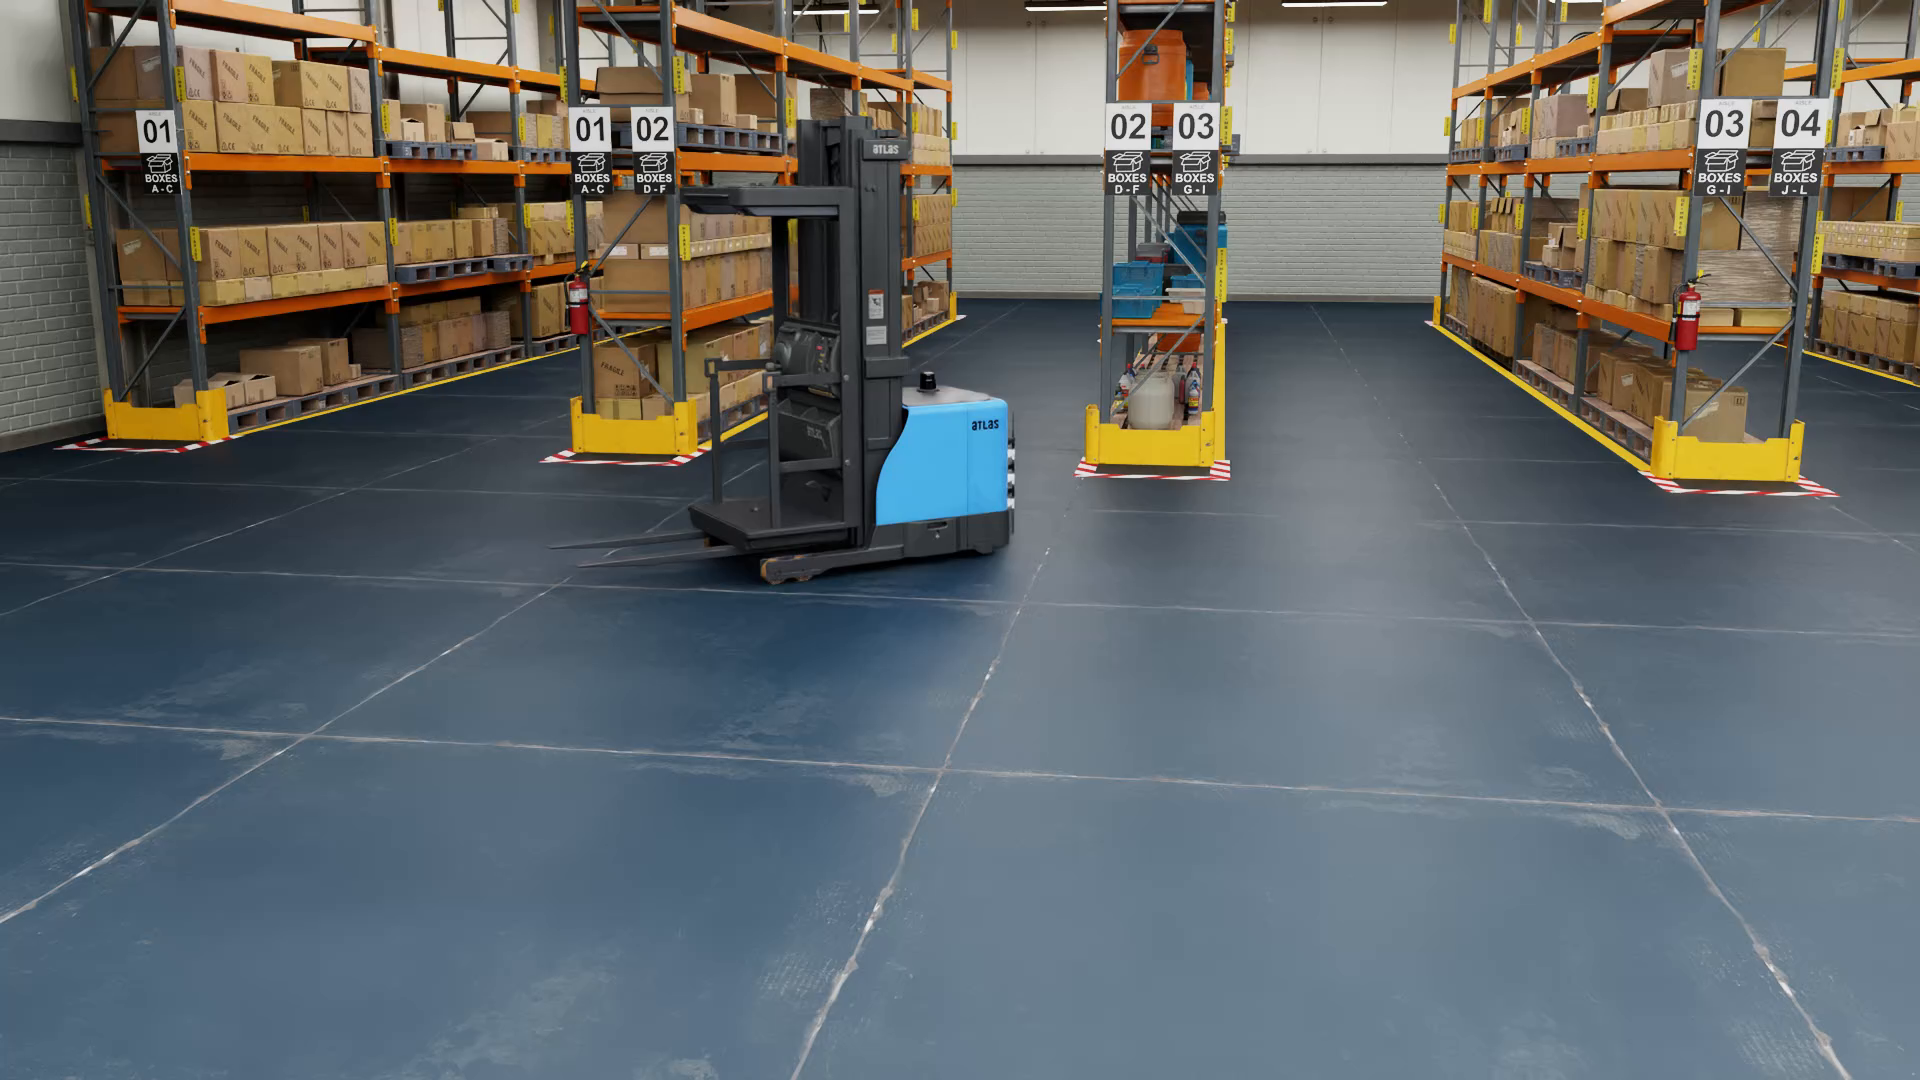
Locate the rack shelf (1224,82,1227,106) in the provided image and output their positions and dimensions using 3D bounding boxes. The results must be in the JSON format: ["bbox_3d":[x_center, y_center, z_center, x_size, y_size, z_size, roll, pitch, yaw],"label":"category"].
[{"bbox_3d":[3.935,-7.466,27.936,1.077,0.370,4.000,2,12,9],"label":"rack shelf"}]

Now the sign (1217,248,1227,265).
[{"bbox_3d":[2.939,-3.114,18.668,0.100,0.325,0.005,2,12,9],"label":"sign"}]

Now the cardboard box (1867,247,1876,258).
[{"bbox_3d":[12.574,-3.903,22.583,0.380,0.149,0.250,1,12,6],"label":"cardboard box"}]

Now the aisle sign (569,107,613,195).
[{"bbox_3d":[-3.413,-3.595,15.382,0.394,0.787,0.004,2,12,9],"label":"aisle sign"}]

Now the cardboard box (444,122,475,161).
[{"bbox_3d":[-7.068,-5.413,22.576,0.797,0.503,0.637,4,13,17],"label":"cardboard box"}]

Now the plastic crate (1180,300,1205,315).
[{"bbox_3d":[2.237,-2.214,15.771,0.298,0.136,0.250,2,12,9],"label":"plastic crate"}]

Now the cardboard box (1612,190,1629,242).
[{"bbox_3d":[6.817,-3.228,16.536,0.500,0.500,0.500,2,12,9],"label":"cardboard box"}]

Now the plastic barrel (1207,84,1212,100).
[{"bbox_3d":[3.516,-6.221,24.433,0.600,0.901,0.708,2,12,9],"label":"plastic barrel"}]

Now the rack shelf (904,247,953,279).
[{"bbox_3d":[-0.959,-4.891,29.274,1.077,0.370,4.000,2,12,9],"label":"rack shelf"}]

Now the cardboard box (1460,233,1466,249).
[{"bbox_3d":[8.485,-4.891,27.217,0.500,0.250,0.500,2,12,10],"label":"cardboard box"}]

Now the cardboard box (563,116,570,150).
[{"bbox_3d":[-6.428,-6.418,26.254,0.700,0.500,0.500,2,12,8],"label":"cardboard box"}]

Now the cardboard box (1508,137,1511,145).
[{"bbox_3d":[8.144,-5.748,24.024,0.380,0.149,0.250,1,12,6],"label":"cardboard box"}]

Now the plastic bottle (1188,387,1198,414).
[{"bbox_3d":[2.368,-1.415,16.872,0.097,0.271,0.097,0,12,0],"label":"plastic bottle"}]

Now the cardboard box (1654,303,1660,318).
[{"bbox_3d":[6.596,-2.107,15.245,0.380,0.149,0.250,2,12,9],"label":"cardboard box"}]

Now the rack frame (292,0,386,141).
[{"bbox_3d":[-7.392,-6.253,19.648,1.000,3.000,0.127,2,12,9],"label":"rack frame"}]

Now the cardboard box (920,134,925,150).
[{"bbox_3d":[-0.871,-6.661,27.829,0.500,0.250,0.500,2,12,9],"label":"cardboard box"}]

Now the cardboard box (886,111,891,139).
[{"bbox_3d":[-1.417,-6.493,26.409,0.600,0.600,0.600,1,12,3],"label":"cardboard box"}]

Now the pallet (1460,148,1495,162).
[{"bbox_3d":[8.847,-6.350,27.430,1.003,0.211,1.213,2,12,9],"label":"pallet"}]

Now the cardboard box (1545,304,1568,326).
[{"bbox_3d":[7.833,-2.891,21.396,0.500,0.250,0.500,2,12,11],"label":"cardboard box"}]

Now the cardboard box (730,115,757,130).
[{"bbox_3d":[-2.413,-4.518,17.984,0.380,0.149,0.250,2,12,9],"label":"cardboard box"}]

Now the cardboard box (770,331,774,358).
[{"bbox_3d":[-2.187,-2.374,20.087,0.500,0.311,0.500,2,12,9],"label":"cardboard box"}]

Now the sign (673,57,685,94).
[{"bbox_3d":[-2.565,-4.241,15.169,0.100,0.325,0.005,2,12,9],"label":"sign"}]

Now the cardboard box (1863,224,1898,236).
[{"bbox_3d":[12.615,-4.249,22.777,0.380,0.149,0.250,2,12,11],"label":"cardboard box"}]

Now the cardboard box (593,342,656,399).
[{"bbox_3d":[-3.324,-1.677,16.404,0.500,0.500,0.500,2,12,9],"label":"cardboard box"}]

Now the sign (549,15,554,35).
[{"bbox_3d":[-6.707,-8.475,27.367,0.100,0.325,0.005,2,12,9],"label":"sign"}]

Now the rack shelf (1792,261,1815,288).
[{"bbox_3d":[13.714,-4.387,26.938,1.077,0.370,4.000,2,12,9],"label":"rack shelf"}]

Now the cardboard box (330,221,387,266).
[{"bbox_3d":[-7.160,-3.515,19.712,0.500,0.500,0.500,2,12,9],"label":"cardboard box"}]

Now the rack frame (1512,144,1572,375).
[{"bbox_3d":[7.906,-3.671,21.910,1.000,3.000,0.127,2,12,9],"label":"rack frame"}]

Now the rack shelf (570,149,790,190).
[{"bbox_3d":[-2.805,-3.859,17.367,1.077,0.370,4.000,2,12,9],"label":"rack shelf"}]

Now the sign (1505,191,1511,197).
[{"bbox_3d":[9.670,-5.998,29.395,0.100,0.325,0.005,2,12,9],"label":"sign"}]

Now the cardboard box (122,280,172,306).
[{"bbox_3d":[-8.127,-2.528,16.911,0.500,0.250,0.500,2,12,9],"label":"cardboard box"}]

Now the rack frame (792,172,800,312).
[{"bbox_3d":[-1.882,-3.993,23.403,1.000,3.000,0.127,2,12,9],"label":"rack frame"}]

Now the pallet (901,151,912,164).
[{"bbox_3d":[-1.436,-6.067,26.351,1.213,0.211,1.003,2,12,9],"label":"pallet"}]

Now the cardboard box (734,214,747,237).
[{"bbox_3d":[-2.713,-3.542,17.990,0.700,0.500,0.500,2,12,9],"label":"cardboard box"}]

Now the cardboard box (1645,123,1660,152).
[{"bbox_3d":[6.660,-3.718,15.362,0.500,0.250,0.500,2,12,10],"label":"cardboard box"}]

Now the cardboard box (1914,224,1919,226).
[{"bbox_3d":[13.254,-4.227,22.673,0.380,0.149,0.250,2,12,10],"label":"cardboard box"}]

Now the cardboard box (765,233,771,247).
[{"bbox_3d":[-2.367,-3.412,18.927,0.380,0.149,0.250,2,12,7],"label":"cardboard box"}]

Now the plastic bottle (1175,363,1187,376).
[{"bbox_3d":[2.440,-1.781,18.380,0.144,0.351,0.185,2,12,9],"label":"plastic bottle"}]

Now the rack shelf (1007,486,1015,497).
[{"bbox_3d":[0.251,-0.345,12.043,0.258,0.077,0.200,4,13,17],"label":"rack shelf"}]

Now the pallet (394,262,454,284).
[{"bbox_3d":[-7.131,-3.381,21.017,1.003,0.211,1.213,2,12,9],"label":"pallet"}]

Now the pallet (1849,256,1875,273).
[{"bbox_3d":[13.055,-3.809,23.005,1.003,0.211,1.213,2,12,9],"label":"pallet"}]

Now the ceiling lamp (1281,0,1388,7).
[{"bbox_3d":[7.144,-11.761,31.349,2.000,3.185,0.800,2,12,9],"label":"ceiling lamp"}]

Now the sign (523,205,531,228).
[{"bbox_3d":[-6.240,-4.665,23.958,0.100,0.325,0.005,2,12,9],"label":"sign"}]

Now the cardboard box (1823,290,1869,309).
[{"bbox_3d":[13.032,-3.527,24.396,0.500,0.250,0.500,1,12,6],"label":"cardboard box"}]

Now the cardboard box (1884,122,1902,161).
[{"bbox_3d":[12.773,-5.341,22.297,0.500,0.500,0.500,2,12,9],"label":"cardboard box"}]

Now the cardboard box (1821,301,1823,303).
[{"bbox_3d":[13.893,-3.705,26.423,0.380,0.149,0.250,2,12,10],"label":"cardboard box"}]

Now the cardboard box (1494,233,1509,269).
[{"bbox_3d":[7.975,-4.149,23.887,0.500,0.500,0.500,2,12,10],"label":"cardboard box"}]

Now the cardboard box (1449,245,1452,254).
[{"bbox_3d":[8.640,-4.990,28.623,0.380,0.149,0.250,2,12,8],"label":"cardboard box"}]

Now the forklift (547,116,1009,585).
[{"bbox_3d":[-1.194,-1.273,10.944,3.031,2.935,1.130,-7,14,-29],"label":"forklift"}]

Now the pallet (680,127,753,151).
[{"bbox_3d":[-2.793,-4.152,17.229,1.003,0.211,1.213,2,12,9],"label":"pallet"}]

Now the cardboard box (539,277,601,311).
[{"bbox_3d":[-6.267,-3.815,26.683,0.750,0.750,0.750,2,12,10],"label":"cardboard box"}]

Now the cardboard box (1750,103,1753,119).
[{"bbox_3d":[6.999,-3.751,14.570,0.380,0.149,0.250,2,12,8],"label":"cardboard box"}]

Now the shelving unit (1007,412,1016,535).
[{"bbox_3d":[0.251,-0.466,12.017,0.258,0.900,0.210,4,13,17],"label":"shelving unit"}]

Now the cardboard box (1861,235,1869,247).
[{"bbox_3d":[12.614,-4.104,22.809,0.380,0.149,0.250,2,12,10],"label":"cardboard box"}]

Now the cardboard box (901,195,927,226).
[{"bbox_3d":[-0.837,-5.560,28.062,0.500,0.500,0.500,1,12,7],"label":"cardboard box"}]
